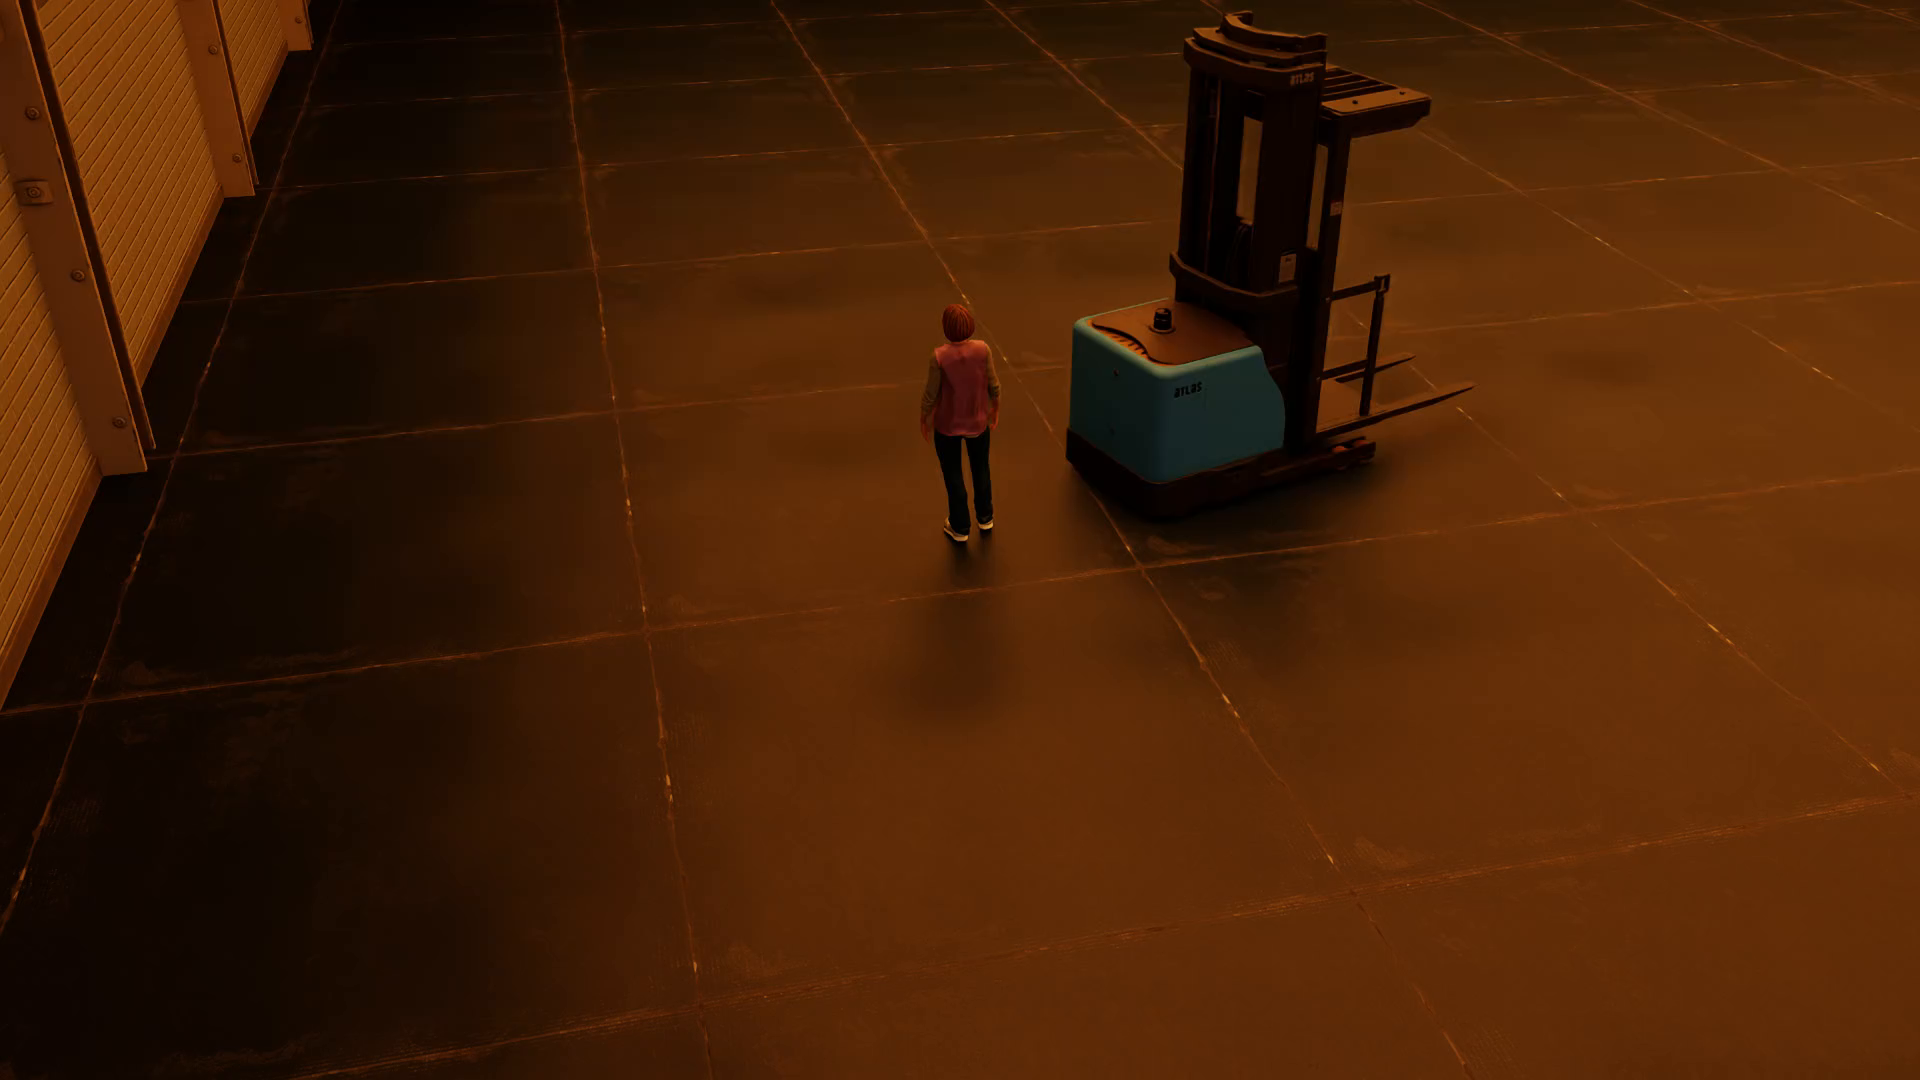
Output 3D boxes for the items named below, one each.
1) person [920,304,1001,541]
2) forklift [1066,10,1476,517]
[{"bbox_3d":[-0.004,-0.735,10.162,0.521,1.599,0.473,-7,31,-12],"label":"person"},{"bbox_3d":[2.251,-1.950,10.943,3.031,2.935,1.130,-17,34,-26],"label":"forklift"}]
